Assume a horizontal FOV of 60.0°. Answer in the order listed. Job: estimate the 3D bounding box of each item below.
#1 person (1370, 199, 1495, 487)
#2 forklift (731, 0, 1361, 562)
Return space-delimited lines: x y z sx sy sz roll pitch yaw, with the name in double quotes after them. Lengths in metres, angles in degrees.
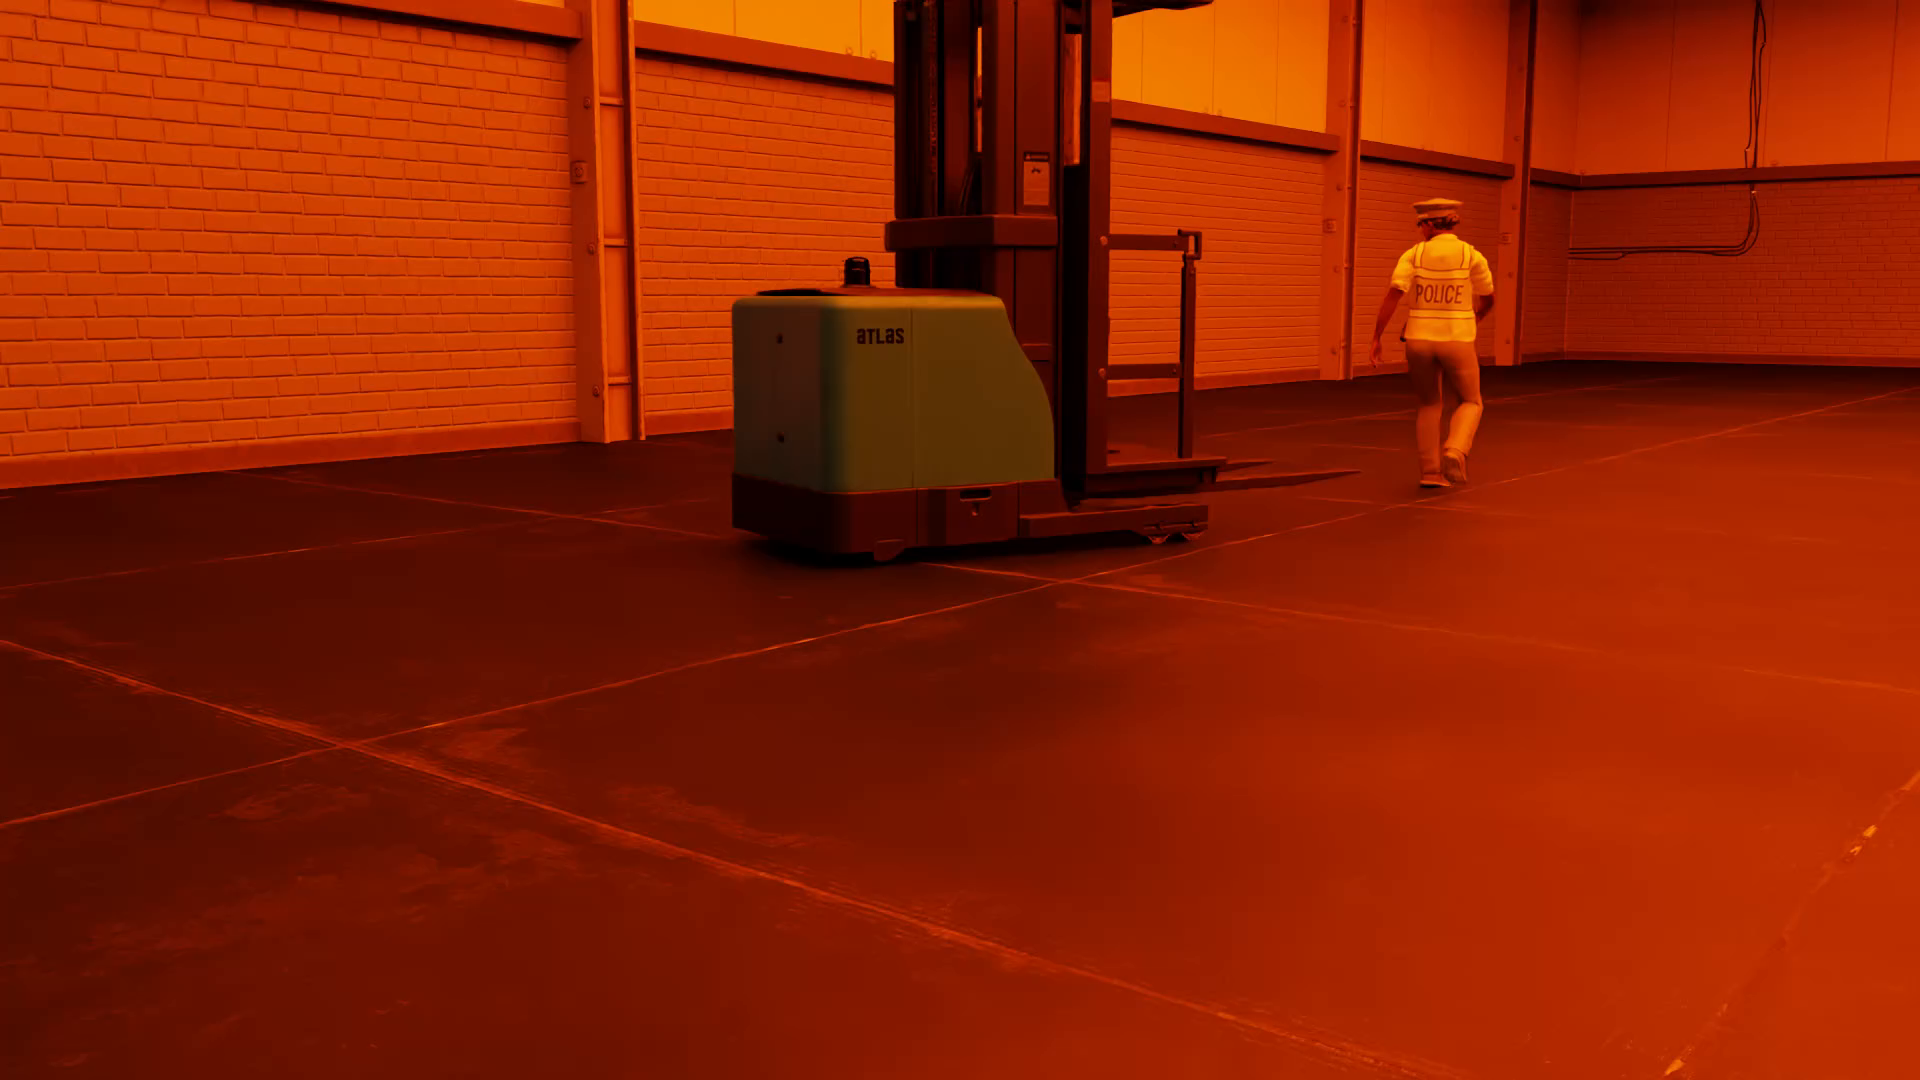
2.660 -1.091 9.335 0.631 1.615 0.554 5 10 30 "person"
0.518 -1.498 7.522 3.031 2.935 1.130 -5 10 -31 "forklift"
